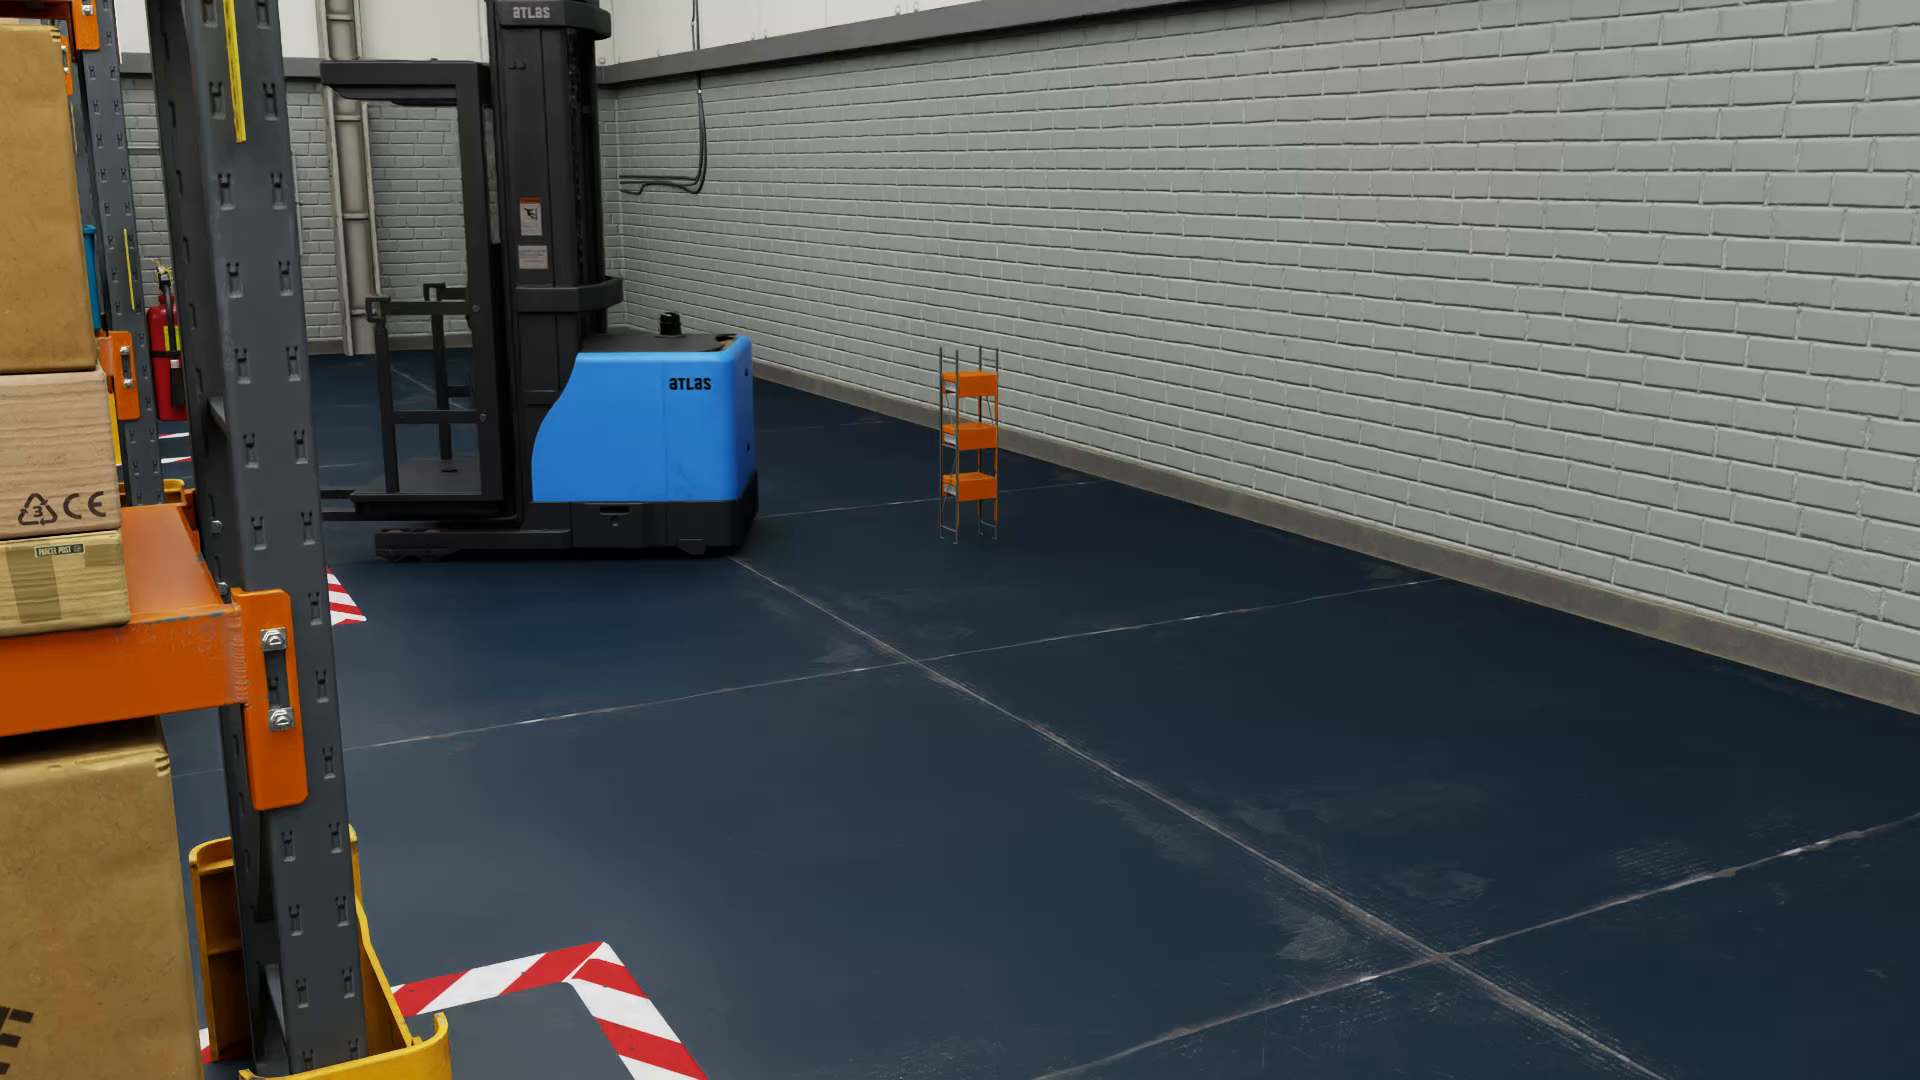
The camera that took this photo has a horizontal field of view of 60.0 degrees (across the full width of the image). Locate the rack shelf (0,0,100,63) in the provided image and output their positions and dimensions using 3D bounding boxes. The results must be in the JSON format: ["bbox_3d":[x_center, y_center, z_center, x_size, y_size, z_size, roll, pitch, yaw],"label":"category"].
[{"bbox_3d":[-5.469,-2.045,6.171,4.000,0.370,1.077,-7,14,-28],"label":"rack shelf"}]

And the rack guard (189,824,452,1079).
[{"bbox_3d":[-1.319,1.028,3.401,0.348,0.500,1.175,-7,14,-28],"label":"rack guard"}]

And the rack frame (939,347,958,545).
[{"bbox_3d":[-0.060,-0.505,8.962,0.008,1.050,0.200,-7,14,-28],"label":"rack frame"}]

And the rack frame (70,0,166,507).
[{"bbox_3d":[-3.714,-1.143,7.356,0.127,3.000,1.000,-7,14,-28],"label":"rack frame"}]

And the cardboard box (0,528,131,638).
[{"bbox_3d":[-1.495,0.035,2.694,0.250,0.149,0.380,-7,14,-27],"label":"cardboard box"}]

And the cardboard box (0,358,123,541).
[{"bbox_3d":[-1.639,-0.158,2.645,0.500,0.250,0.500,-7,15,-29],"label":"cardboard box"}]

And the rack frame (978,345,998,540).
[{"bbox_3d":[0.154,-0.531,9.076,0.008,1.050,0.200,-7,14,-28],"label":"rack frame"}]

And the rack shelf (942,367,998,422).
[{"bbox_3d":[0.047,-0.784,8.959,0.240,0.259,0.215,-7,14,-28],"label":"rack shelf"}]

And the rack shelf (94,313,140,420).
[{"bbox_3d":[-5.469,-0.582,6.500,4.000,0.370,1.077,-7,14,-28],"label":"rack shelf"}]

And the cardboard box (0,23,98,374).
[{"bbox_3d":[-1.642,-0.524,2.564,0.500,0.500,0.500,-7,14,-27],"label":"cardboard box"}]

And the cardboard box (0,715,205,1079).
[{"bbox_3d":[-1.864,0.726,2.935,0.875,0.875,0.875,-7,14,-28],"label":"cardboard box"}]

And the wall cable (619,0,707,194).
[{"bbox_3d":[-3.325,-4.990,17.860,0.112,2.526,3.097,-7,14,-28],"label":"wall cable"}]

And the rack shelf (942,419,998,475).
[{"bbox_3d":[0.047,-0.507,9.021,0.240,0.259,0.215,-7,14,-28],"label":"rack shelf"}]

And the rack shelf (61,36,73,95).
[{"bbox_3d":[-7.839,-3.000,10.415,4.000,0.370,1.077,-7,14,-28],"label":"rack shelf"}]

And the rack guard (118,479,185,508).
[{"bbox_3d":[-3.699,0.071,7.653,0.348,0.500,1.175,-7,14,-28],"label":"rack guard"}]

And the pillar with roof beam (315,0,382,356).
[{"bbox_3d":[-4.442,-5.600,13.498,0.400,9.000,9.100,-7,14,-28],"label":"pillar with roof beam"}]

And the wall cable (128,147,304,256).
[{"bbox_3d":[-7.790,-3.865,17.137,1.851,1.984,0.084,-7,14,-28],"label":"wall cable"}]

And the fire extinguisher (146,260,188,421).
[{"bbox_3d":[-3.363,-0.852,7.087,0.183,0.674,0.296,-7,14,-28],"label":"fire extinguisher"}]

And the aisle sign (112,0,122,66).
[{"bbox_3d":[-3.510,-2.362,6.854,0.004,0.787,0.394,-7,14,-28],"label":"aisle sign"}]

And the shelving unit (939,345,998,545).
[{"bbox_3d":[0.047,-0.518,9.019,0.252,1.050,0.215,-7,14,-28],"label":"shelving unit"}]

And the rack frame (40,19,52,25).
[{"bbox_3d":[-8.460,-5.979,15.181,0.127,3.000,1.000,-7,14,-28],"label":"rack frame"}]

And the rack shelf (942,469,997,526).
[{"bbox_3d":[0.047,-0.236,9.082,0.240,0.259,0.215,-7,14,-28],"label":"rack shelf"}]

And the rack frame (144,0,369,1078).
[{"bbox_3d":[-1.340,-0.189,3.115,0.127,3.000,1.000,-7,14,-28],"label":"rack frame"}]

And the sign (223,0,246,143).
[{"bbox_3d":[-1.093,-0.763,2.491,0.005,0.325,0.100,-7,14,-28],"label":"sign"}]

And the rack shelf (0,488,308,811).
[{"bbox_3d":[-3.096,0.373,2.259,4.000,0.370,1.077,-7,14,-28],"label":"rack shelf"}]

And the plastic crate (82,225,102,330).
[{"bbox_3d":[-3.918,-1.118,7.029,0.499,0.435,0.616,-7,14,-28],"label":"plastic crate"}]

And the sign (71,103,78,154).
[{"bbox_3d":[-5.835,-2.708,10.953,0.005,0.325,0.100,-7,14,-28],"label":"sign"}]

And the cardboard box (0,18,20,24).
[{"bbox_3d":[-6.408,-3.383,10.821,0.500,0.250,0.500,-7,14,-28],"label":"cardboard box"}]

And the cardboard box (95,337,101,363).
[{"bbox_3d":[-1.891,-0.262,3.106,0.500,0.250,0.500,-7,15,-29],"label":"cardboard box"}]

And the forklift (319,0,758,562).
[{"bbox_3d":[-2.664,-1.433,8.803,3.031,2.935,1.130,0,13,-1],"label":"forklift"}]

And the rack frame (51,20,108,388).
[{"bbox_3d":[-6.084,-2.098,11.600,0.127,3.000,1.000,-7,14,-28],"label":"rack frame"}]

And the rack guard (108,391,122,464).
[{"bbox_3d":[-6.150,-0.871,11.839,0.348,0.500,1.175,-7,14,-28],"label":"rack guard"}]

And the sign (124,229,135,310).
[{"bbox_3d":[-3.436,-1.118,6.875,0.005,0.325,0.100,-7,14,-28],"label":"sign"}]
